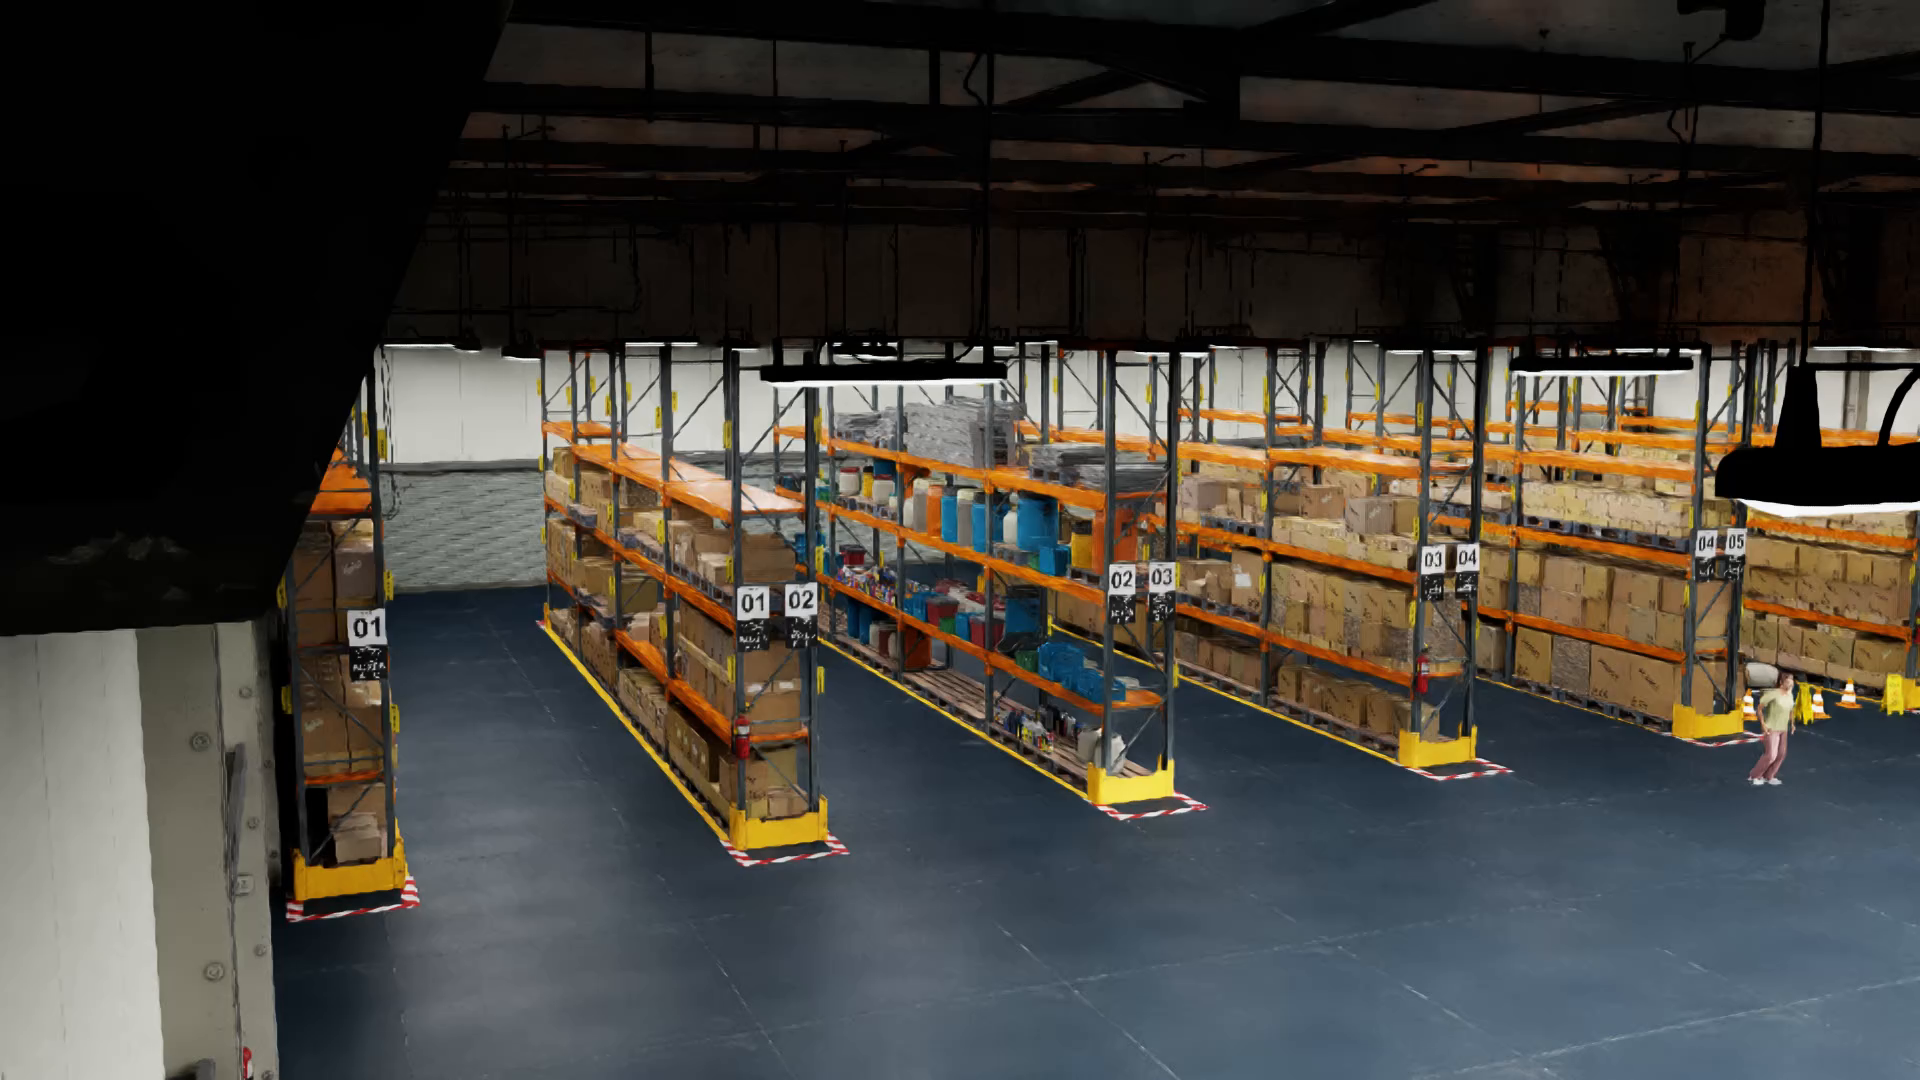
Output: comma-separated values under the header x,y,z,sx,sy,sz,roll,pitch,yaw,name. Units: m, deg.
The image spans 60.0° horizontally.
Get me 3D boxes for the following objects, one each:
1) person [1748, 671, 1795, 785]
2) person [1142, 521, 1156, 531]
x,y,z,sx,sy,sz,roll,pitch,yaw,name
11.166,2.593,22.806,0.598,1.592,0.507,-3,8,-22,person
4.638,0.083,41.195,0.404,1.782,0.643,1,8,11,person
